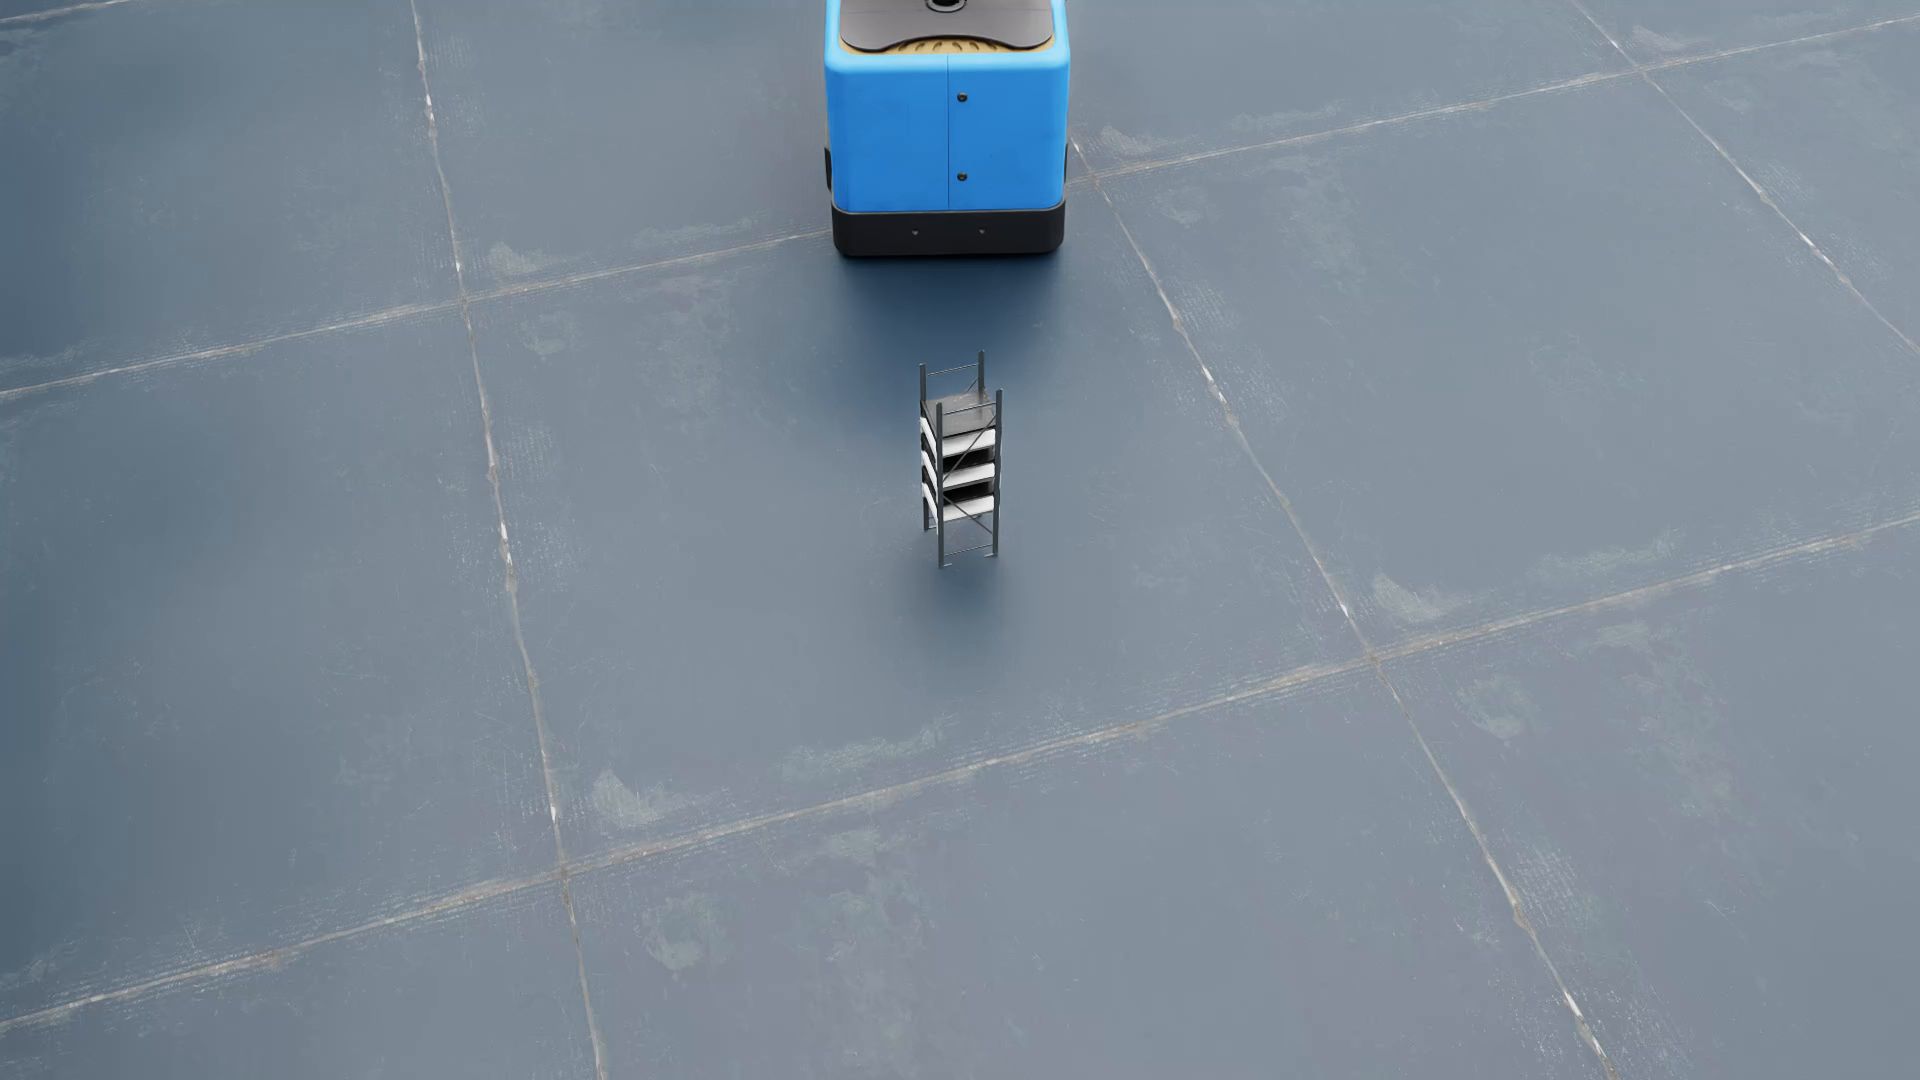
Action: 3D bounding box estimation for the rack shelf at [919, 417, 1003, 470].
[{"bbox_3d":[0.002,-0.379,6.078,0.258,0.077,0.200,-13,51,-11],"label":"rack shelf"}]

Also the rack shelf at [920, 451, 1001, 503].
[{"bbox_3d":[0.002,-0.263,6.216,0.258,0.077,0.200,-13,51,-11],"label":"rack shelf"}]

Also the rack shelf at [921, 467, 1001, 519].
[{"bbox_3d":[0.002,-0.205,6.285,0.258,0.077,0.200,-13,51,-11],"label":"rack shelf"}]

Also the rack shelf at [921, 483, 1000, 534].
[{"bbox_3d":[0.002,-0.147,6.354,0.258,0.077,0.200,-13,51,-11],"label":"rack shelf"}]

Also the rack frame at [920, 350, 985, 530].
[{"bbox_3d":[-0.028,-0.358,6.253,0.240,0.900,0.006,-13,51,-11],"label":"rack frame"}]

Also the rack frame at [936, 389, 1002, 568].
[{"bbox_3d":[0.032,-0.210,6.128,0.240,0.900,0.006,-13,51,-11],"label":"rack frame"}]

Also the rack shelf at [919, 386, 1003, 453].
[{"bbox_3d":[0.002,-0.437,6.010,0.258,0.077,0.200,-13,51,-11],"label":"rack shelf"}]

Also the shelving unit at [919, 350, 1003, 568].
[{"bbox_3d":[0.002,-0.284,6.191,0.258,0.900,0.210,-13,51,-11],"label":"shelving unit"}]

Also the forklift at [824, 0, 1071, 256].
[{"bbox_3d":[-0.092,-3.350,7.447,1.130,2.935,3.031,-1,50,-1],"label":"forklift"}]

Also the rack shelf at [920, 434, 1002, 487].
[{"bbox_3d":[0.002,-0.321,6.147,0.258,0.077,0.200,-13,51,-11],"label":"rack shelf"}]
